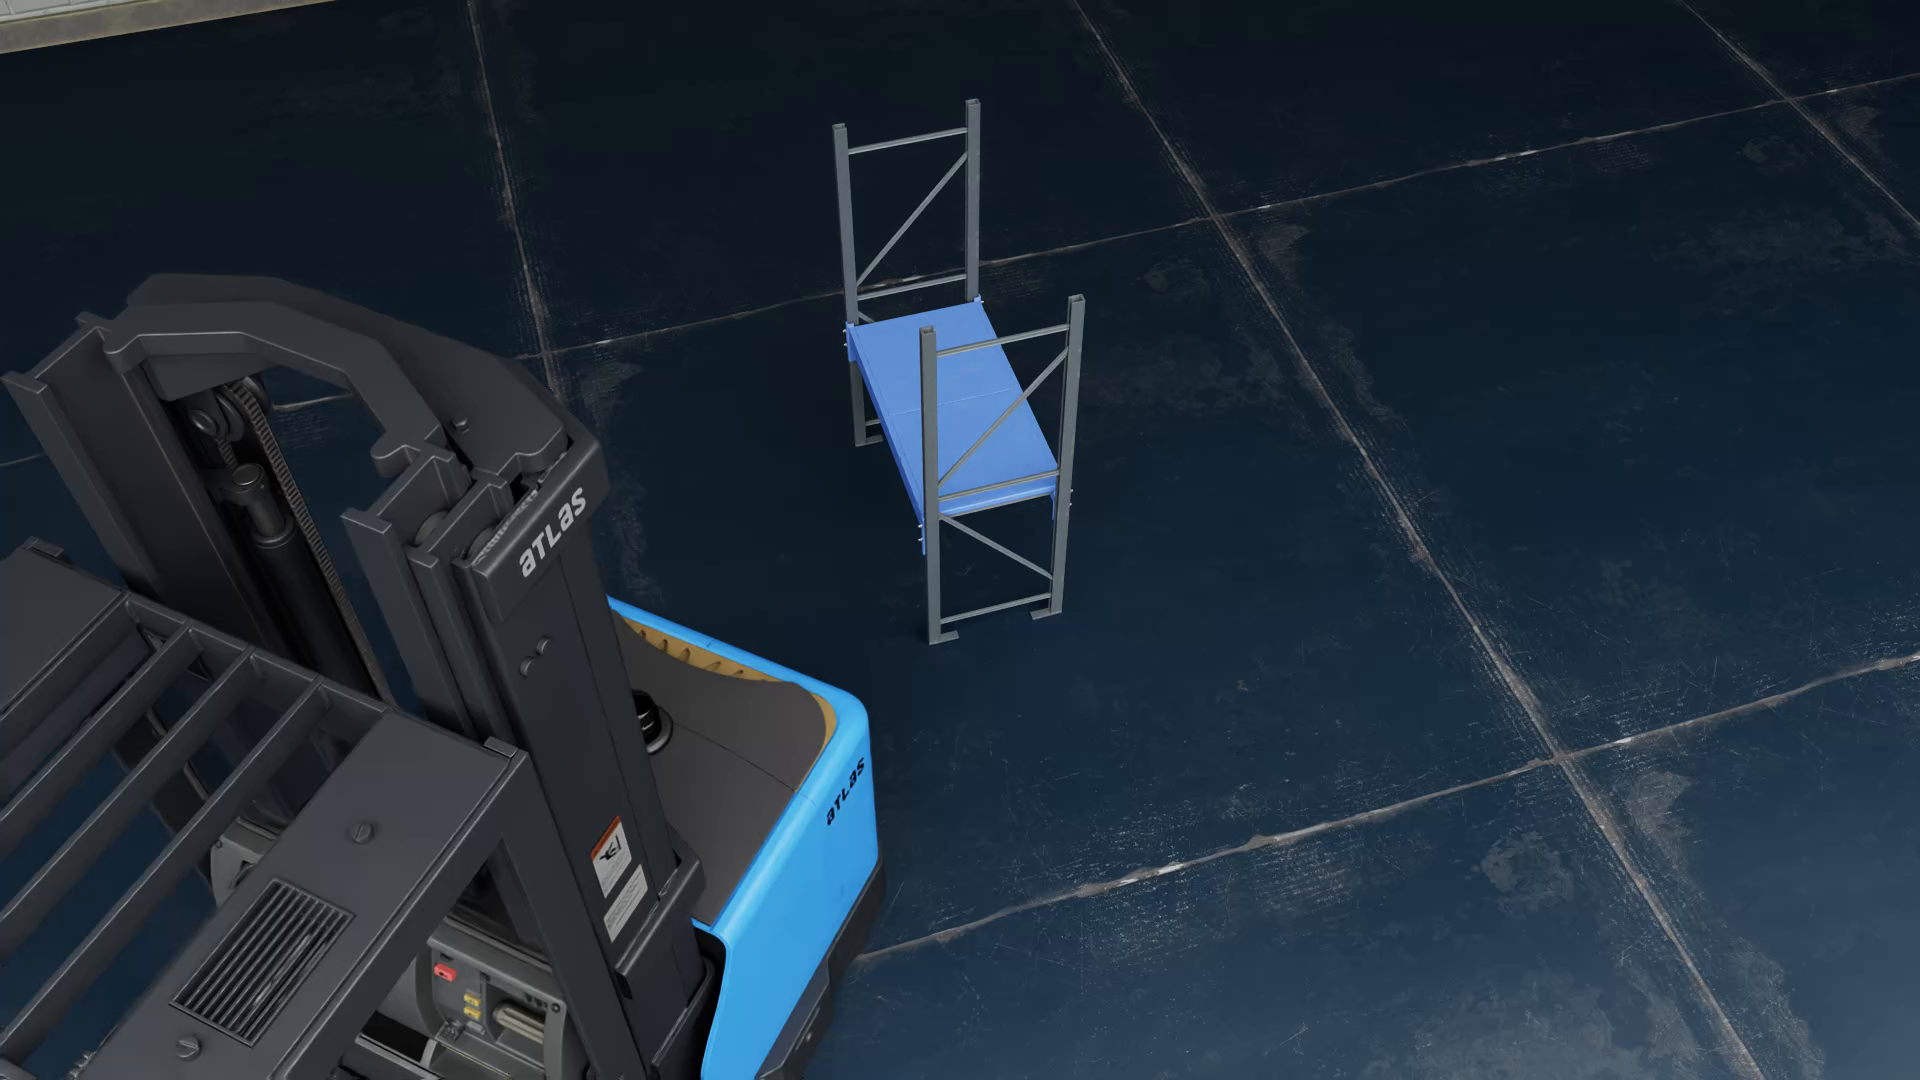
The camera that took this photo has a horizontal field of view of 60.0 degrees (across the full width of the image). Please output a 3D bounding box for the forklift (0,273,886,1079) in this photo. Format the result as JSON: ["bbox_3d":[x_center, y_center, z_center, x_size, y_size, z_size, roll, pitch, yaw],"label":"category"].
[{"bbox_3d":[-1.321,1.041,3.455,1.130,2.935,3.031,20,53,16],"label":"forklift"}]

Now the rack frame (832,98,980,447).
[{"bbox_3d":[-0.176,-0.917,6.042,0.500,1.500,0.032,-13,51,-11],"label":"rack frame"}]

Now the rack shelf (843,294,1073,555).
[{"bbox_3d":[-0.025,-0.430,5.867,0.538,0.185,1.000,-13,51,-11],"label":"rack shelf"}]

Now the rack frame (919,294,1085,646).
[{"bbox_3d":[0.125,-0.174,5.416,0.500,1.500,0.032,-13,51,-11],"label":"rack frame"}]

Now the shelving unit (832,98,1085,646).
[{"bbox_3d":[-0.025,-0.546,5.729,0.538,1.500,1.048,-13,51,-11],"label":"shelving unit"}]
